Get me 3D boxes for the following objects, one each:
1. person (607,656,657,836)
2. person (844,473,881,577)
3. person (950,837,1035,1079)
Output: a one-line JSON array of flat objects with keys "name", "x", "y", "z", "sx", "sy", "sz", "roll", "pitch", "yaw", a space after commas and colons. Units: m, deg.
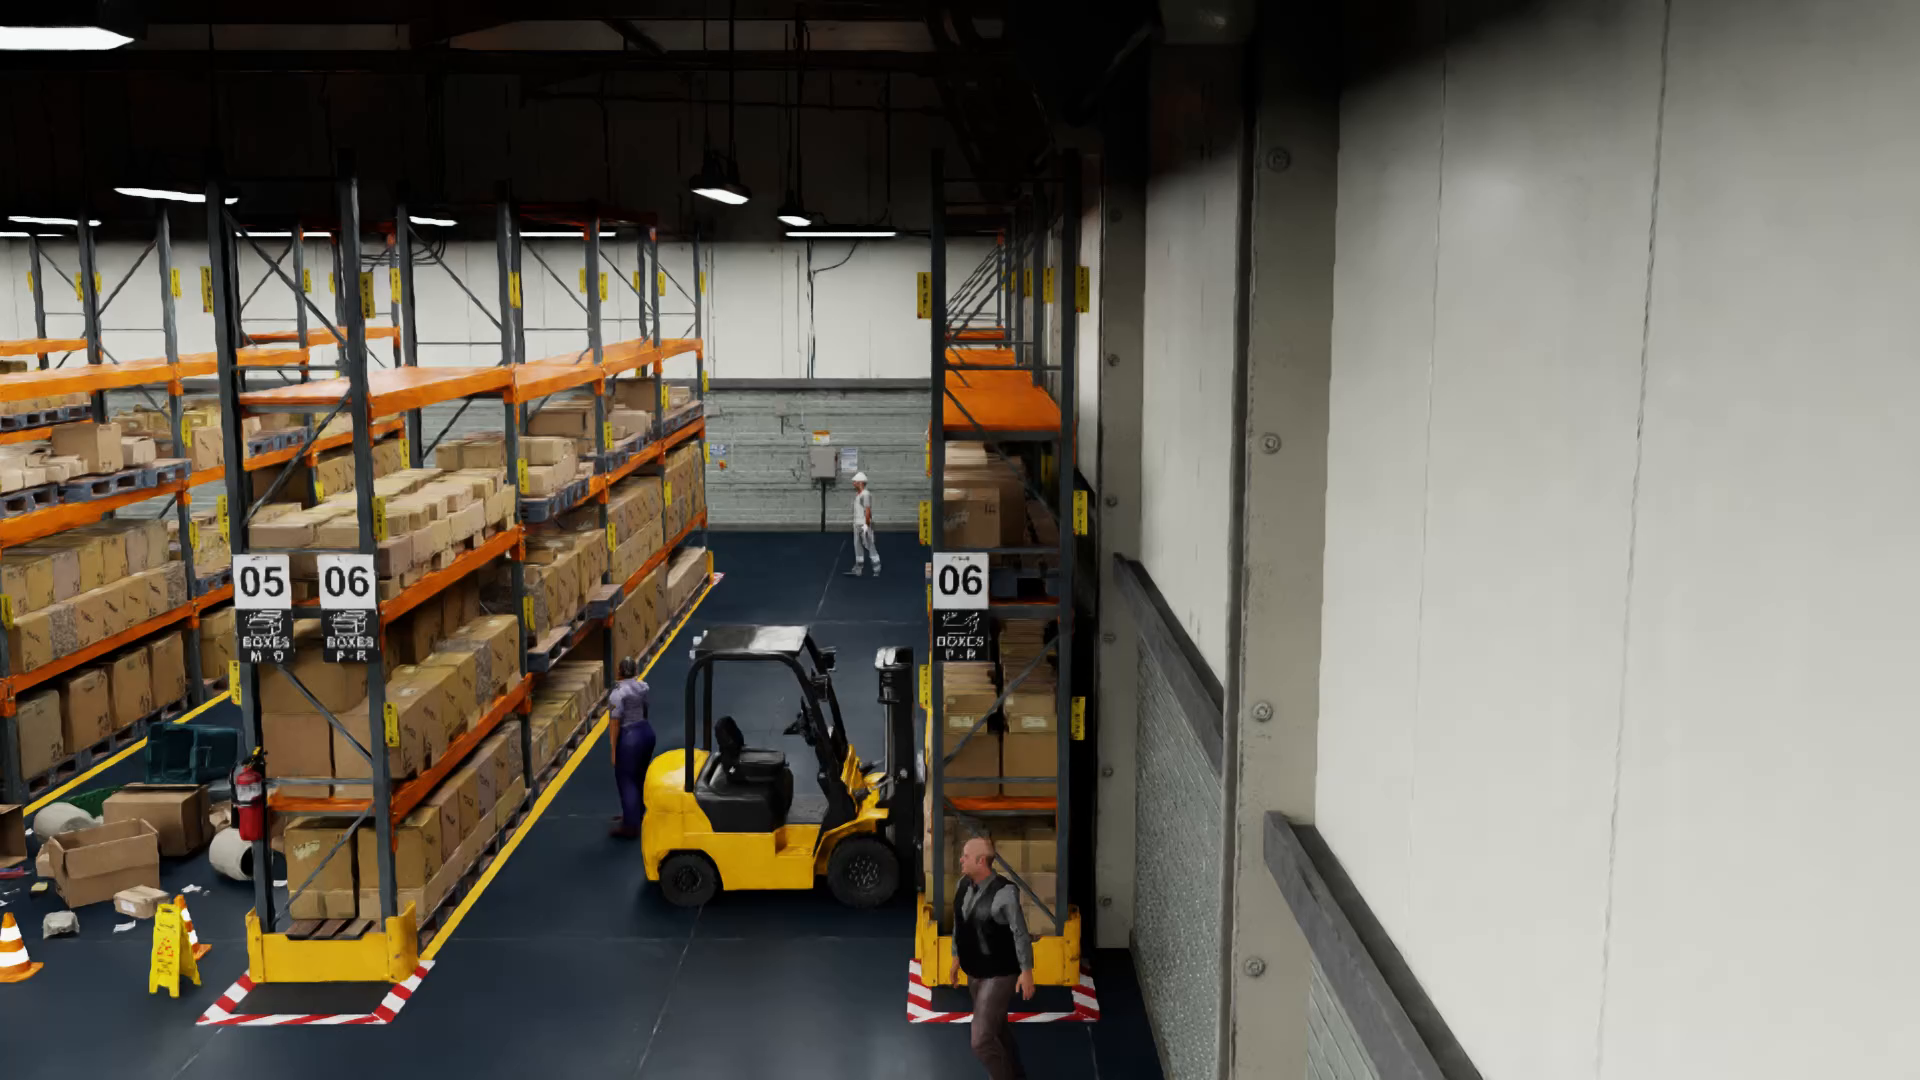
[{"name": "person", "x": -3.103, "y": 1.892, "z": 15.466, "sx": 0.470, "sy": 1.650, "sz": 0.523, "roll": 5, "pitch": 11, "yaw": 30}, {"name": "person", "x": -1.661, "y": -0.258, "z": 28.484, "sx": 0.556, "sy": 1.791, "sz": 0.656, "roll": -4, "pitch": 10, "yaw": -22}, {"name": "person", "x": 0.205, "y": 2.678, "z": 10.328, "sx": 0.503, "sy": 1.705, "sz": 0.647, "roll": -6, "pitch": 11, "yaw": -34}]
